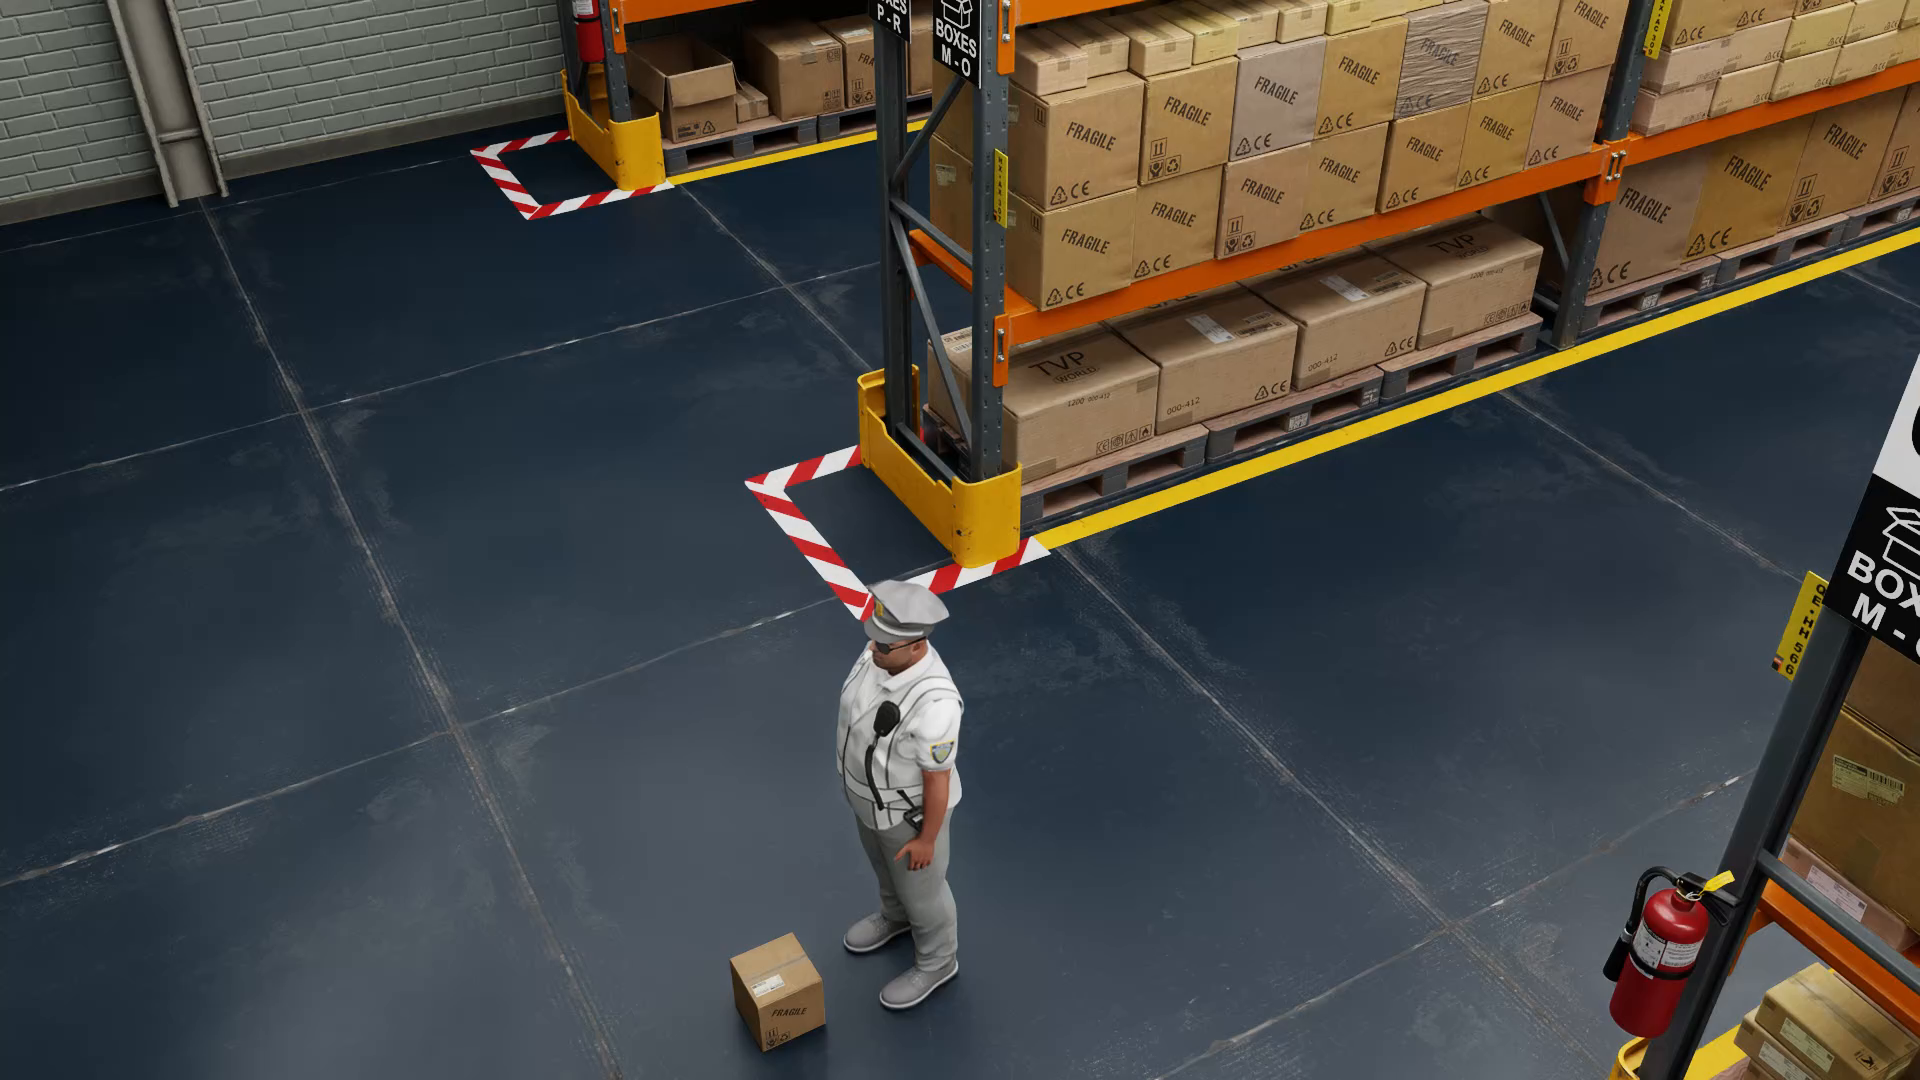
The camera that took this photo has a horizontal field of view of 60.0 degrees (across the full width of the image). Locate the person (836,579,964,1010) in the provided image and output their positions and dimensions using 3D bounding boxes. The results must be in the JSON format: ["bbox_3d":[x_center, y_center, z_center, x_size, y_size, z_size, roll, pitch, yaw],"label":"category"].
[{"bbox_3d":[-0.212,0.878,5.726,0.395,1.772,0.525,-18,40,-23],"label":"person"}]
